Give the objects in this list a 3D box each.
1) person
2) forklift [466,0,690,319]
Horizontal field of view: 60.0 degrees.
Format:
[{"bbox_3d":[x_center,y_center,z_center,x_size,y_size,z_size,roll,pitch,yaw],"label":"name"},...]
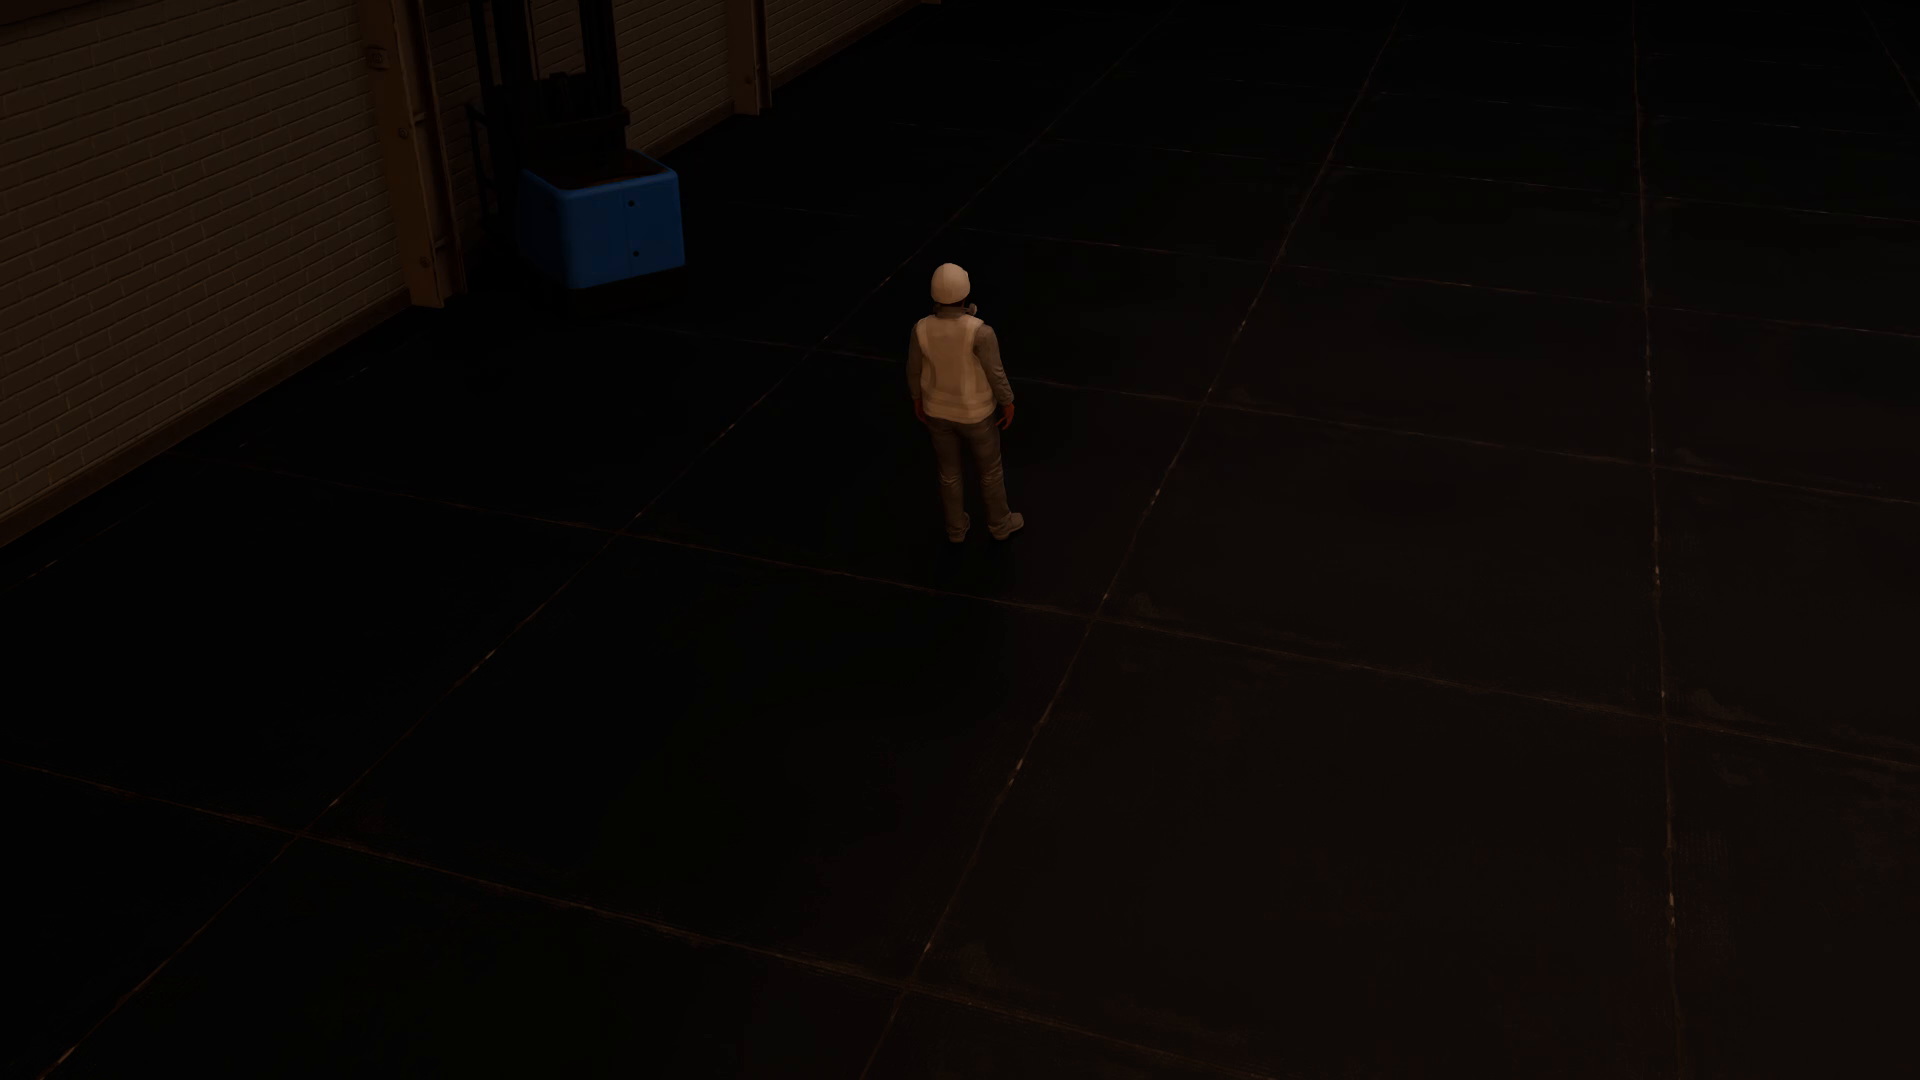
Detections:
[{"bbox_3d":[0.027,-0.805,9.703,0.634,1.775,0.566,10,31,16],"label":"person"},{"bbox_3d":[-3.449,-3.679,13.589,1.130,2.935,3.031,-19,35,-30],"label":"forklift"}]
